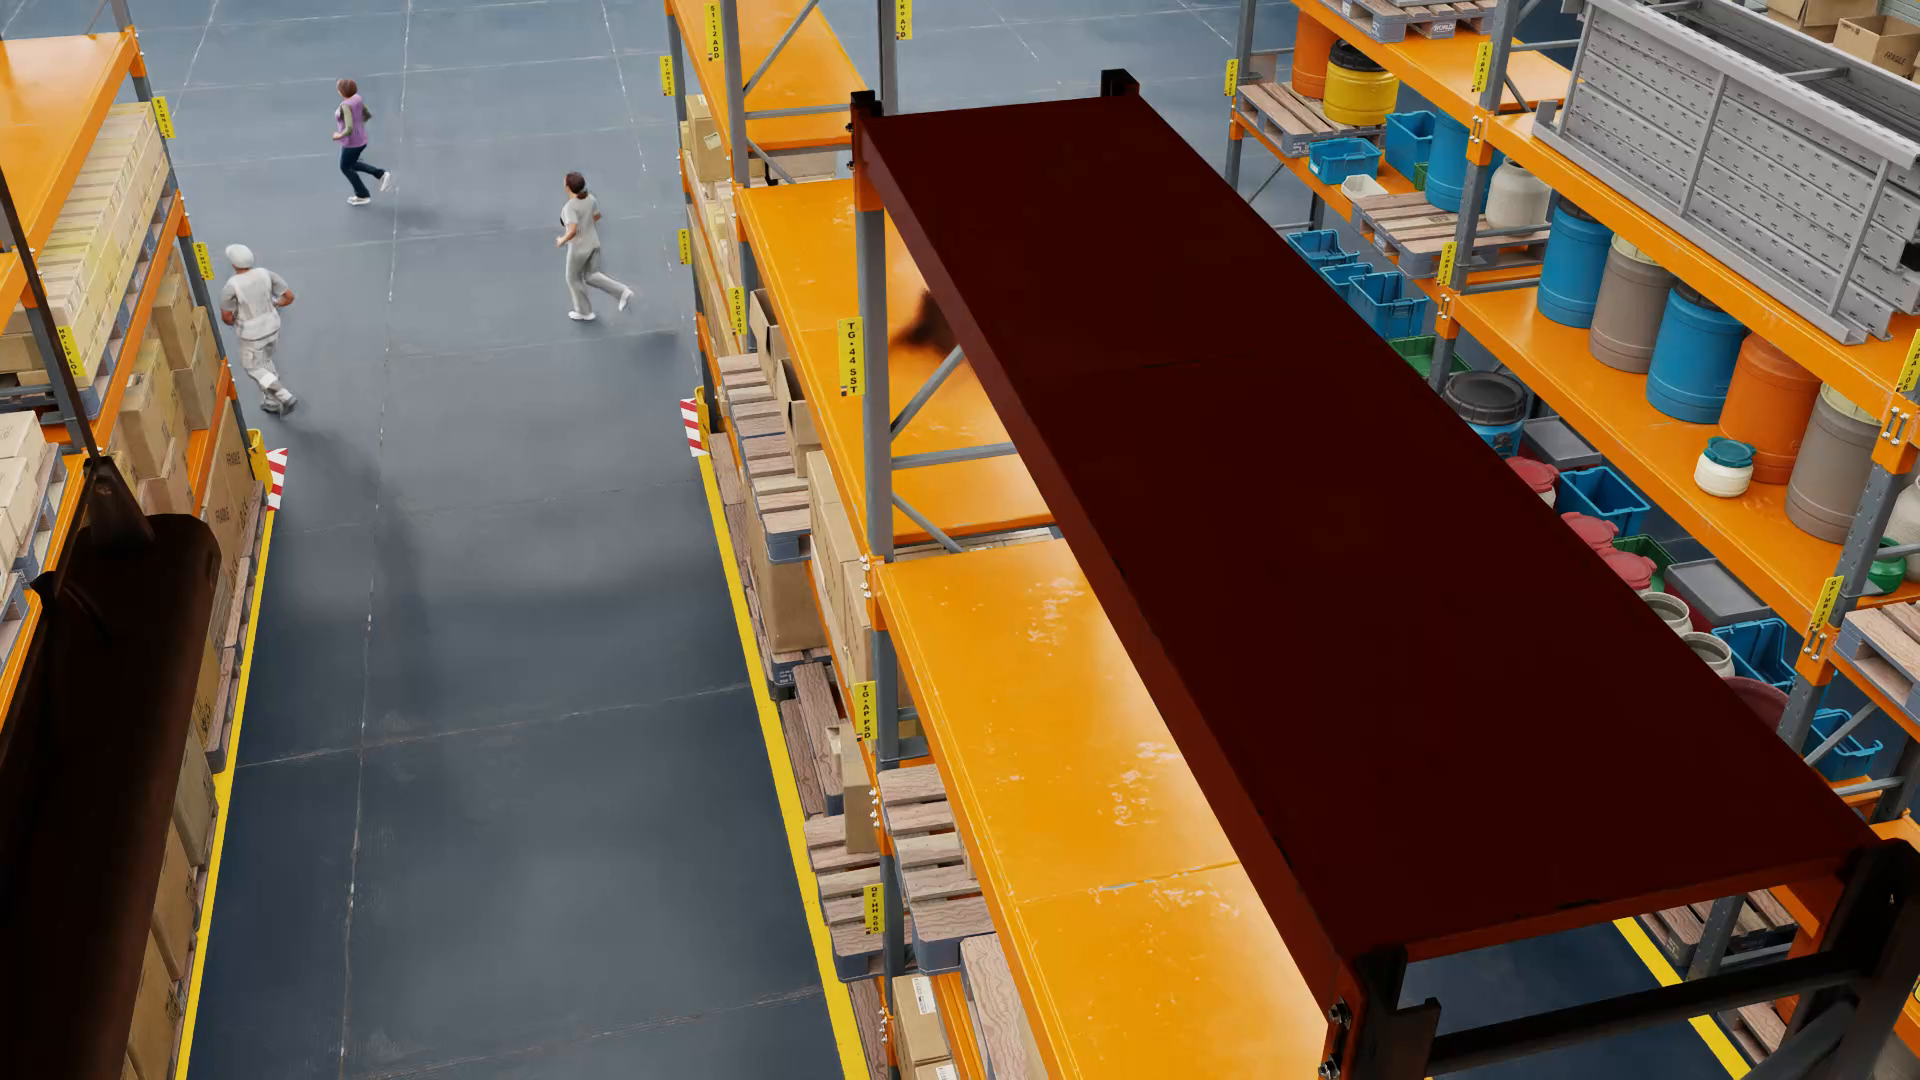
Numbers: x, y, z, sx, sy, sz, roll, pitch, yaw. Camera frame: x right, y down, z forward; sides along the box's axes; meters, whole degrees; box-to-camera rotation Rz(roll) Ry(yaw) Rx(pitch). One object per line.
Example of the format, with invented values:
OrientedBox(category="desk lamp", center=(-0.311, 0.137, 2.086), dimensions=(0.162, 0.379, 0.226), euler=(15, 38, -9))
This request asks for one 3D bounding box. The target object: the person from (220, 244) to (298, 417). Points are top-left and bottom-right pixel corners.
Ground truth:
OrientedBox(category="person", center=(-6.479, -1.911, 15.369), dimensions=(0.648, 1.778, 0.679), euler=(22, 40, 29))

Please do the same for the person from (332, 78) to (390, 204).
OrientedBox(category="person", center=(-7.090, -4.646, 19.583), dimensions=(0.560, 1.454, 0.527), euler=(4, 35, 6))

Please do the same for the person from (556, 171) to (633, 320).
OrientedBox(category="person", center=(-3.795, -2.953, 16.974), dimensions=(0.757, 1.656, 0.573), euler=(14, 37, 20))
